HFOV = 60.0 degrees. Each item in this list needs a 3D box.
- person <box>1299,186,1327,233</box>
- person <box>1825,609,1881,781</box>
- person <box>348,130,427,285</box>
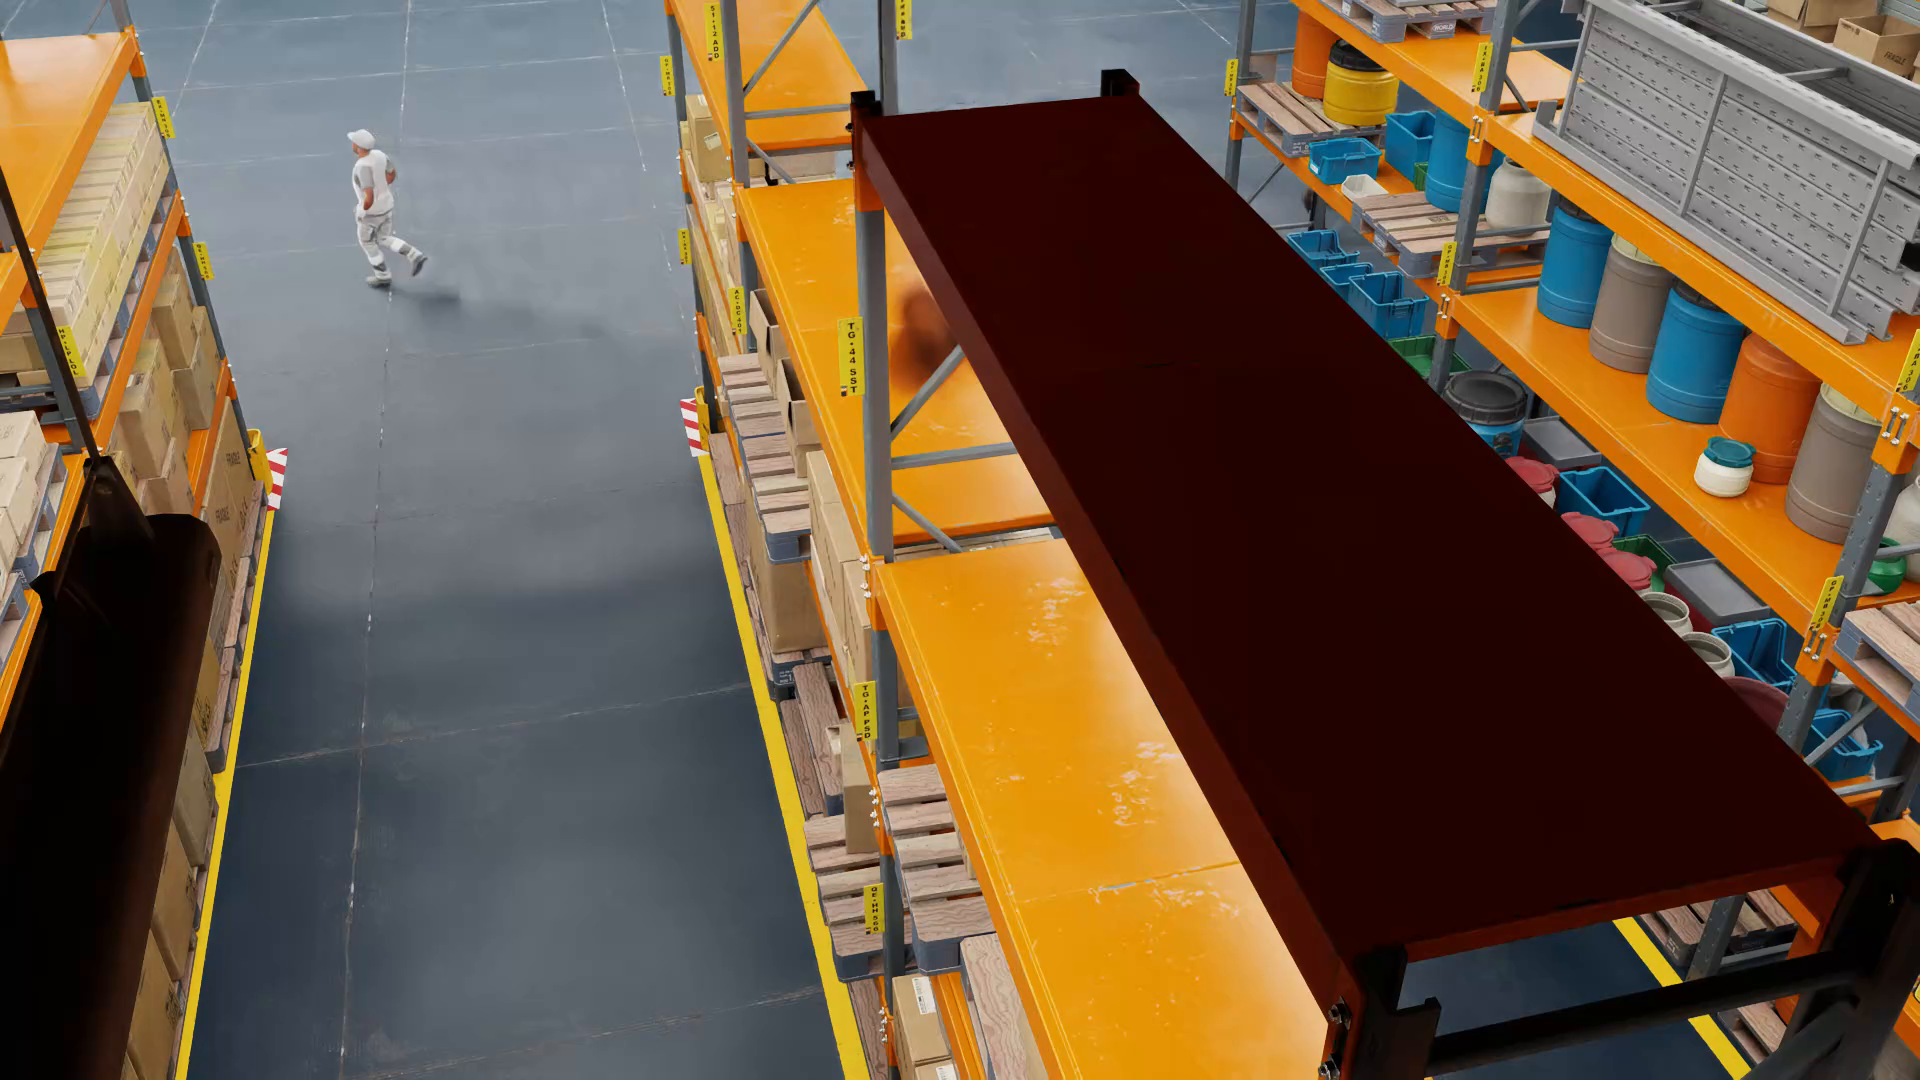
[{"bbox_3d":[4.241,-4.193,18.755,0.643,1.681,0.678,9,35,12],"label":"person"},{"bbox_3d":[5.939,0.881,11.207,0.661,1.772,0.943,-12,36,-17],"label":"person"},{"bbox_3d":[-6.147,-3.516,17.688,0.743,1.755,0.656,8,35,12],"label":"person"}]
